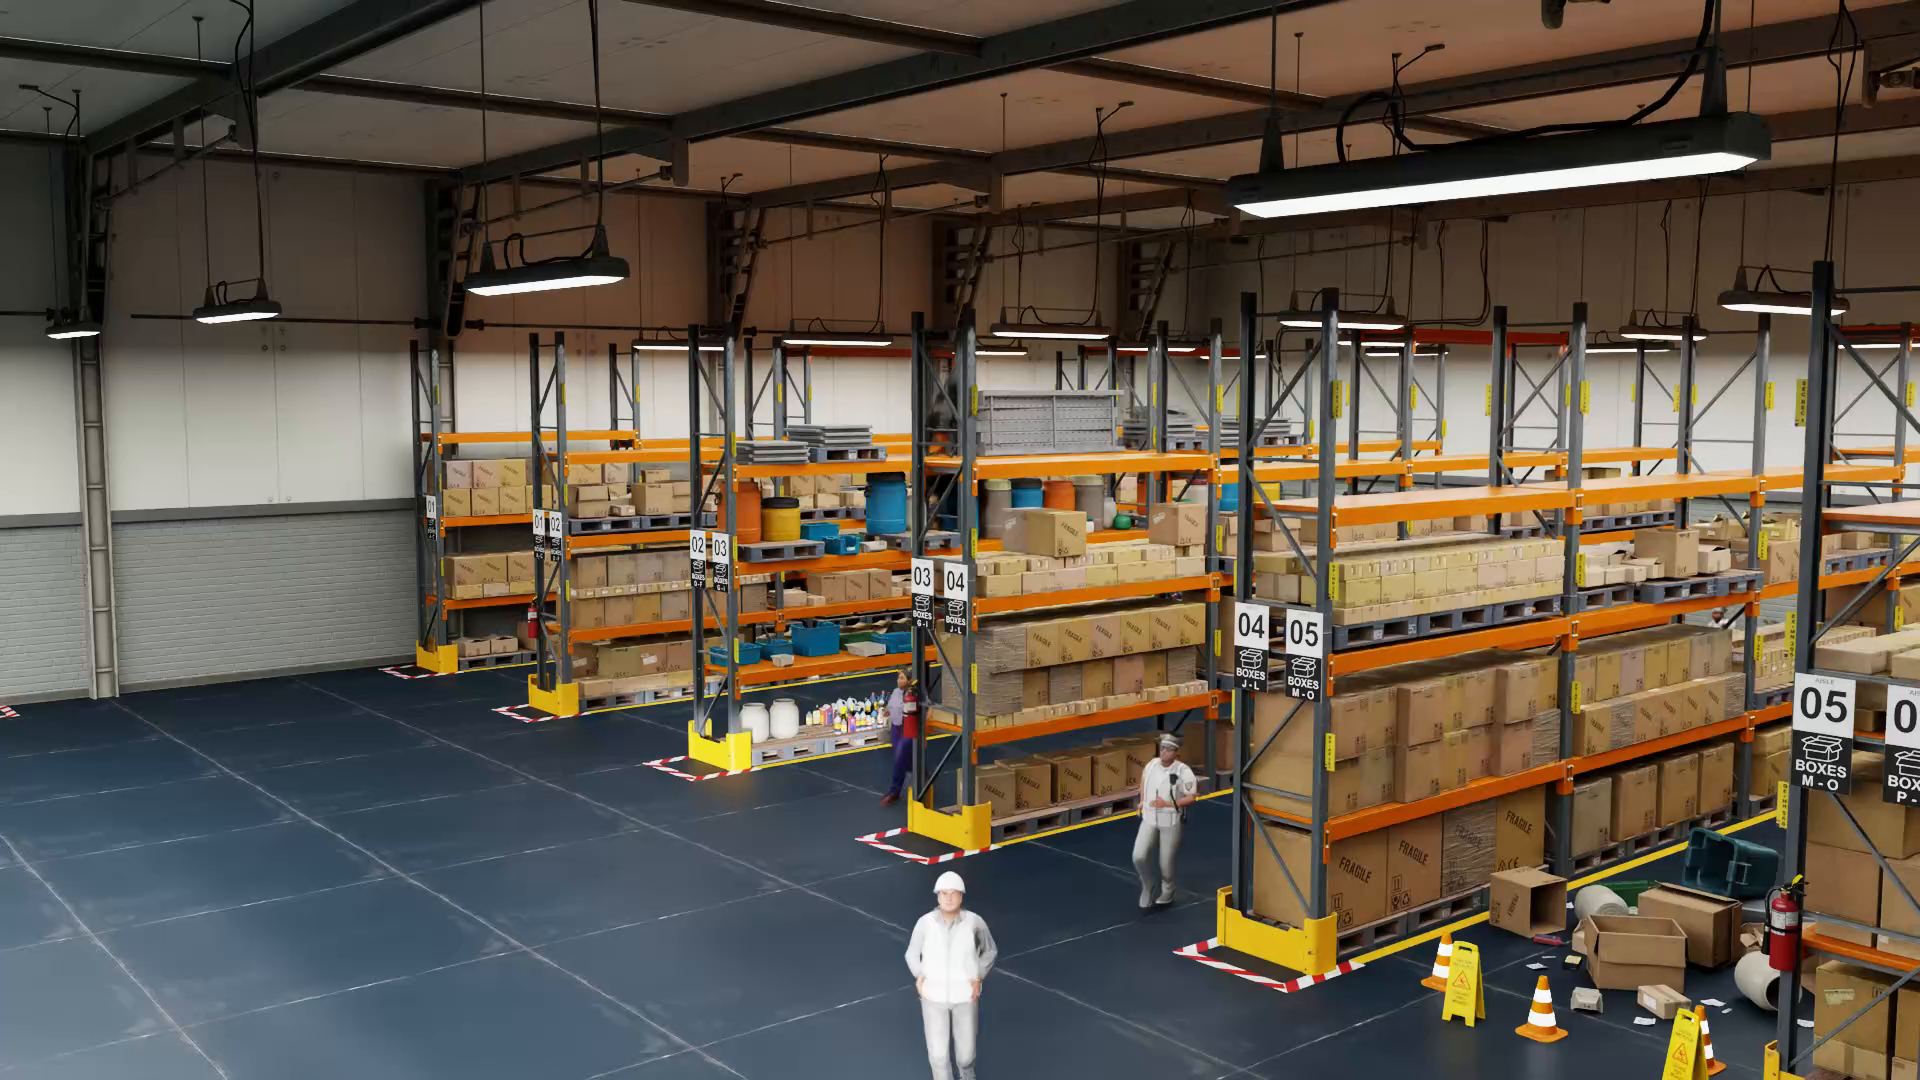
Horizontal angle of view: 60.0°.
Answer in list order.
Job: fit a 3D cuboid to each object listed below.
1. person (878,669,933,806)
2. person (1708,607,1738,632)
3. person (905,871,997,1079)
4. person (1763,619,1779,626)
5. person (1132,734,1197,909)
[{"bbox_3d":[-0.661,2.467,20.709,0.874,1.570,0.653,-5,7,-44],"label":"person"},{"bbox_3d":[12.414,1.861,27.056,0.812,1.654,0.603,-5,7,-44],"label":"person"},{"bbox_3d":[-0.071,3.216,11.792,0.656,1.722,0.604,0,5,4],"label":"person"},{"bbox_3d":[12.060,2.037,24.728,0.829,1.746,0.574,-4,7,-38],"label":"person"},{"bbox_3d":[2.011,2.785,16.415,0.649,1.789,0.629,3,6,26],"label":"person"}]
